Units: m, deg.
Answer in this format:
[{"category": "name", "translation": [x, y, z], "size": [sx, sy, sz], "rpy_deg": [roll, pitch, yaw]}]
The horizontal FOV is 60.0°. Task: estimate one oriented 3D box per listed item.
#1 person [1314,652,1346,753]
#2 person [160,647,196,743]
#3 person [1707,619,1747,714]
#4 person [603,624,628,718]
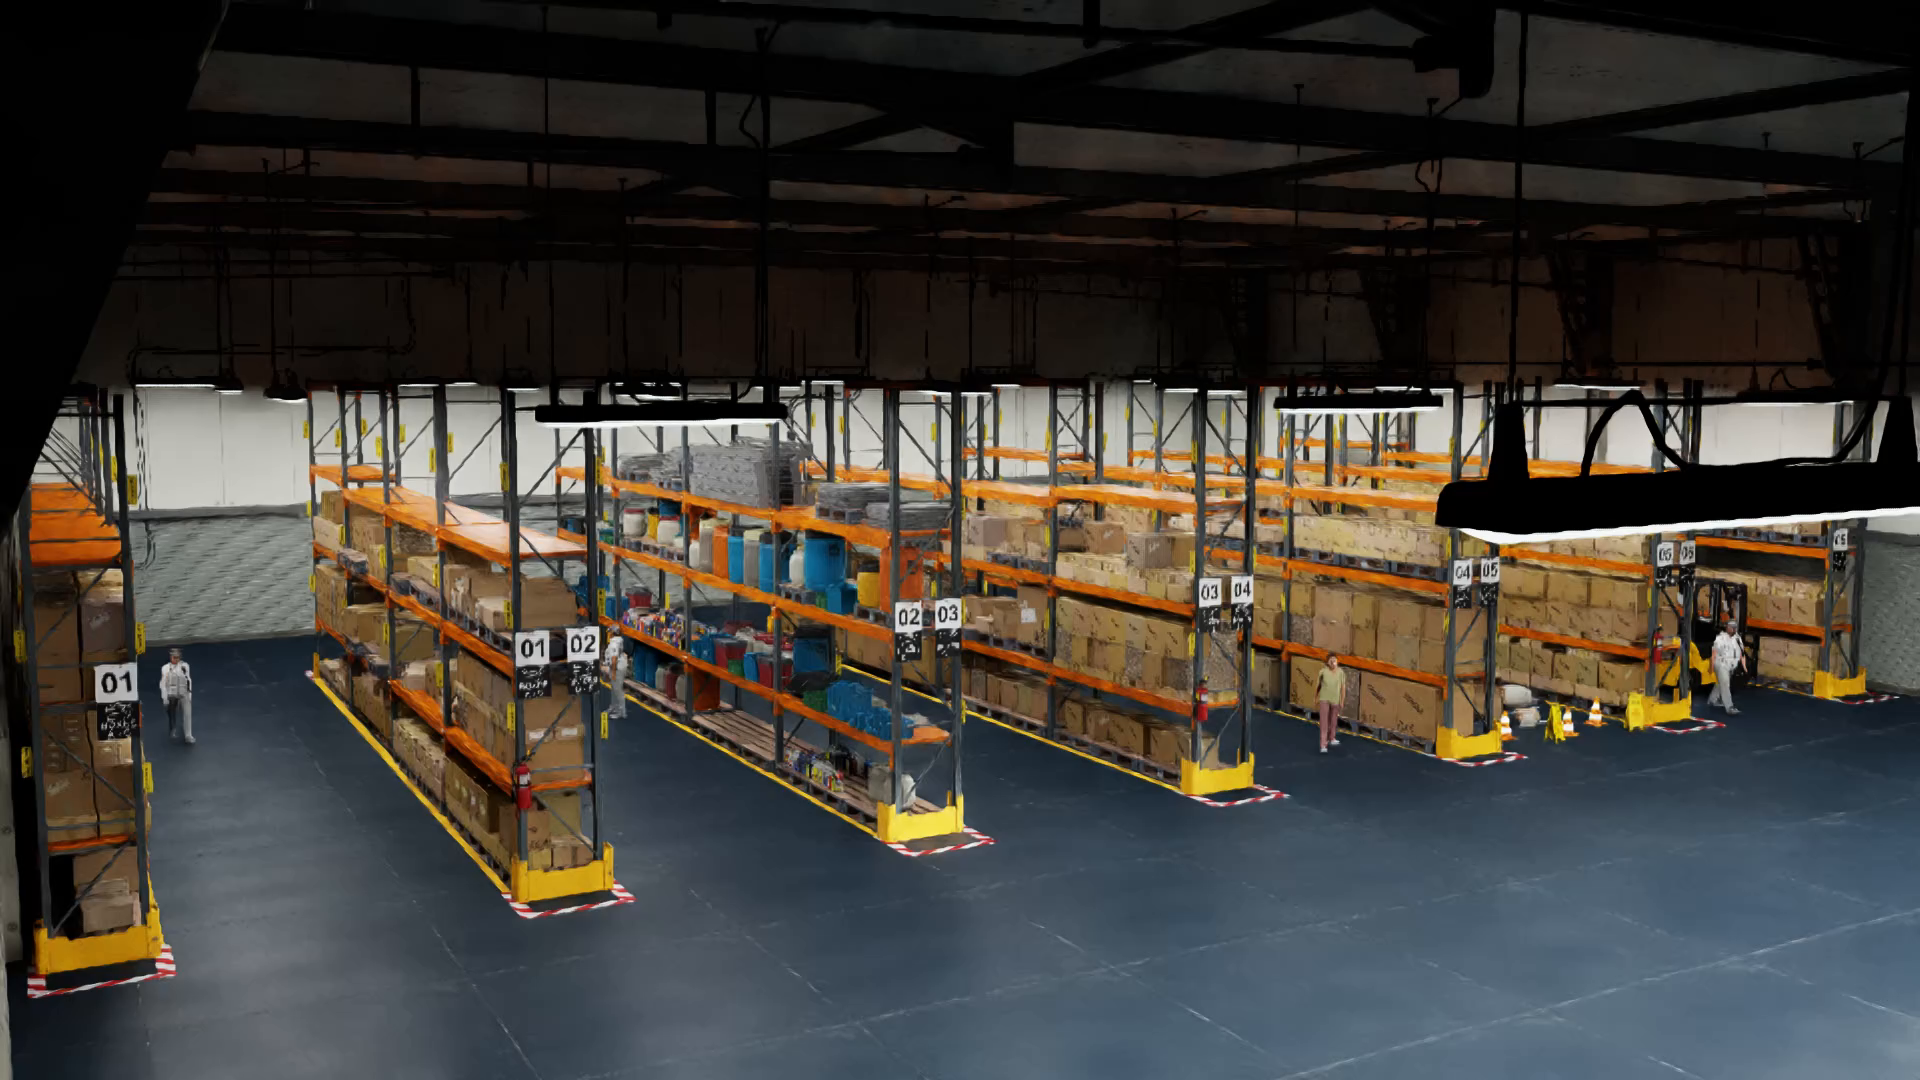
[{"category": "person", "translation": [6.064, 2.631, 27.188], "size": [0.482, 1.623, 0.931], "rpy_deg": [0, 6, -1]}, {"category": "person", "translation": [-13.085, 2.565, 27.778], "size": [0.499, 1.587, 1.073], "rpy_deg": [-4, 7, -30]}, {"category": "person", "translation": [13.951, 2.256, 30.186], "size": [0.535, 1.705, 1.029], "rpy_deg": [-2, 6, -20]}, {"category": "person", "translation": [-6.197, 2.331, 29.795], "size": [0.478, 1.666, 0.523], "rpy_deg": [0, 6, 0]}]
